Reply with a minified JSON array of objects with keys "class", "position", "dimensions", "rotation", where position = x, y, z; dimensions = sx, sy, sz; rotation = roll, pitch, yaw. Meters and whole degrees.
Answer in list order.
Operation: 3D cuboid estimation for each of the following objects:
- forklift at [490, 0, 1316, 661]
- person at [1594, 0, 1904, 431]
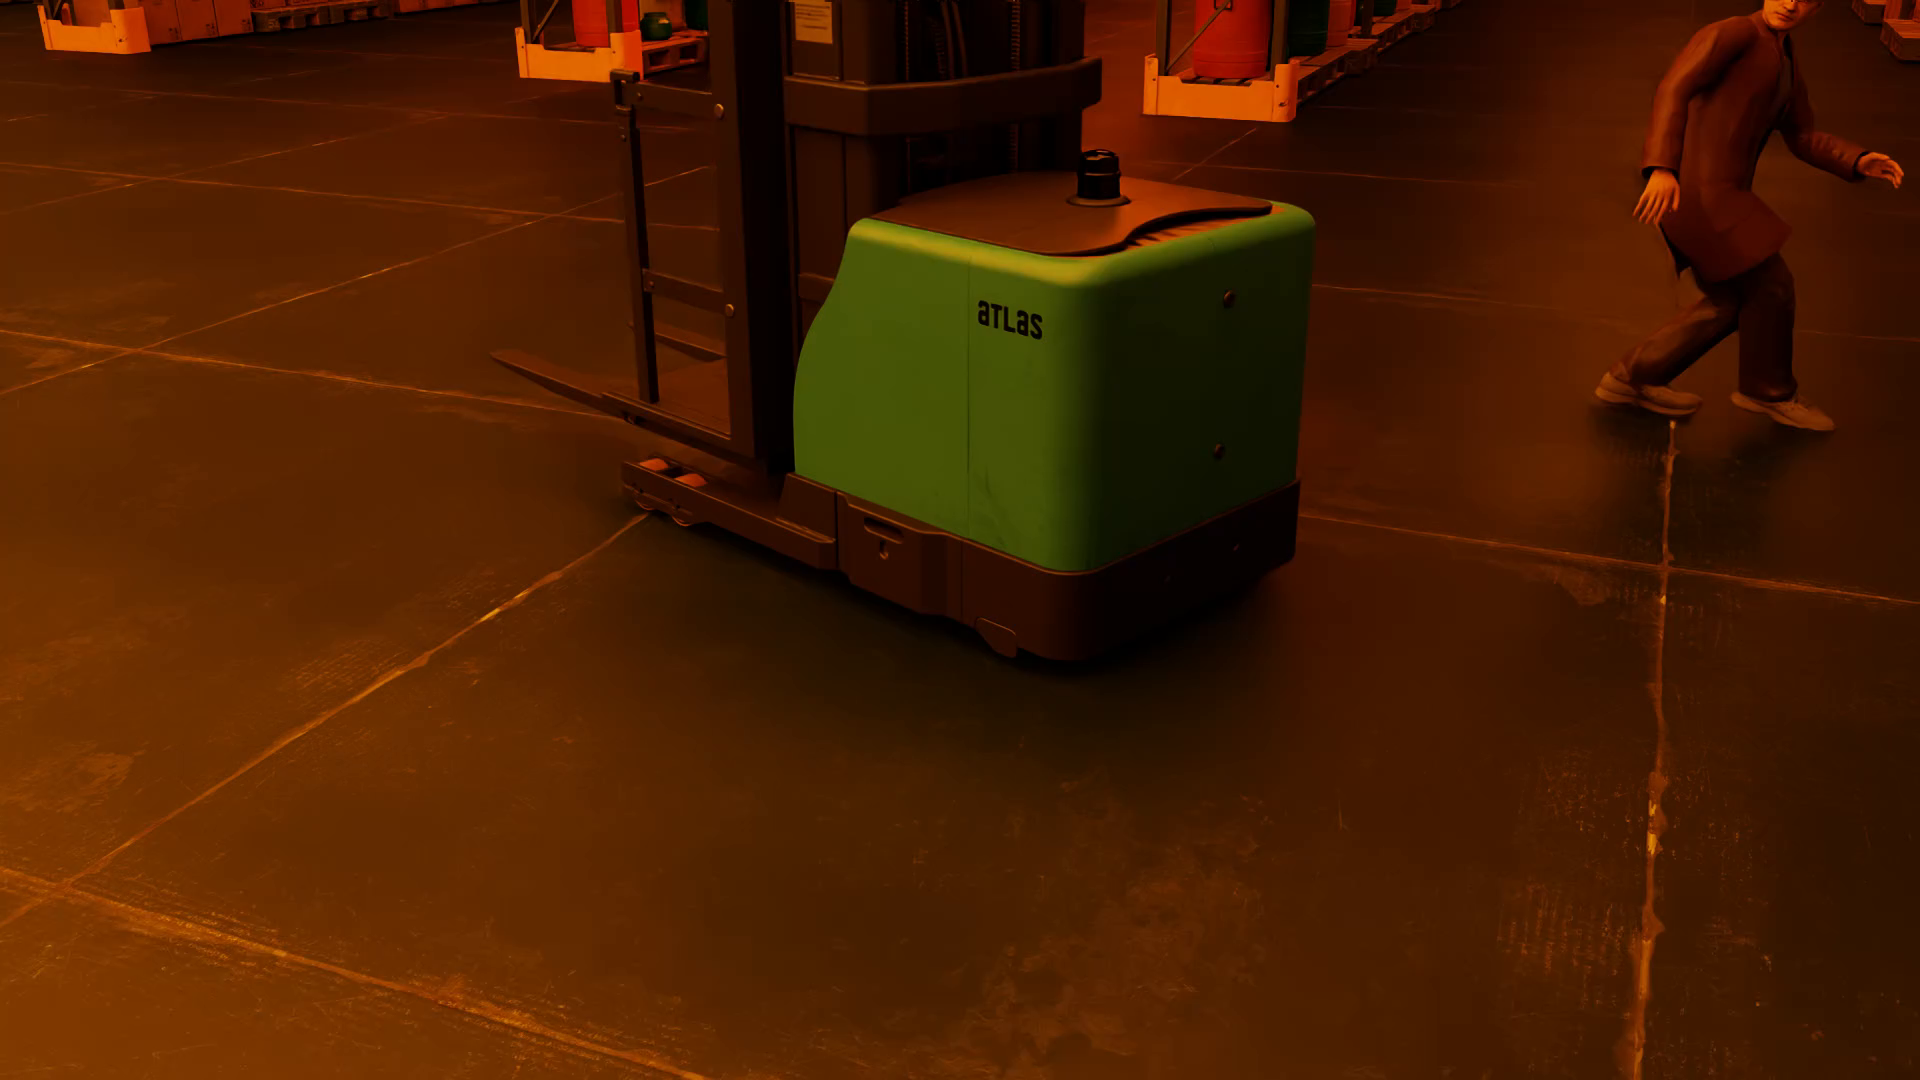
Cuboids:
[{"class":"forklift","position":[-0.434,-1.518,4.923],"dimensions":[3.031,2.935,1.130],"rotation":[21,30,40]},{"class":"person","position":[2.763,-1.158,5.780],"dimensions":[0.866,1.646,0.830],"rotation":[12,25,26]}]
